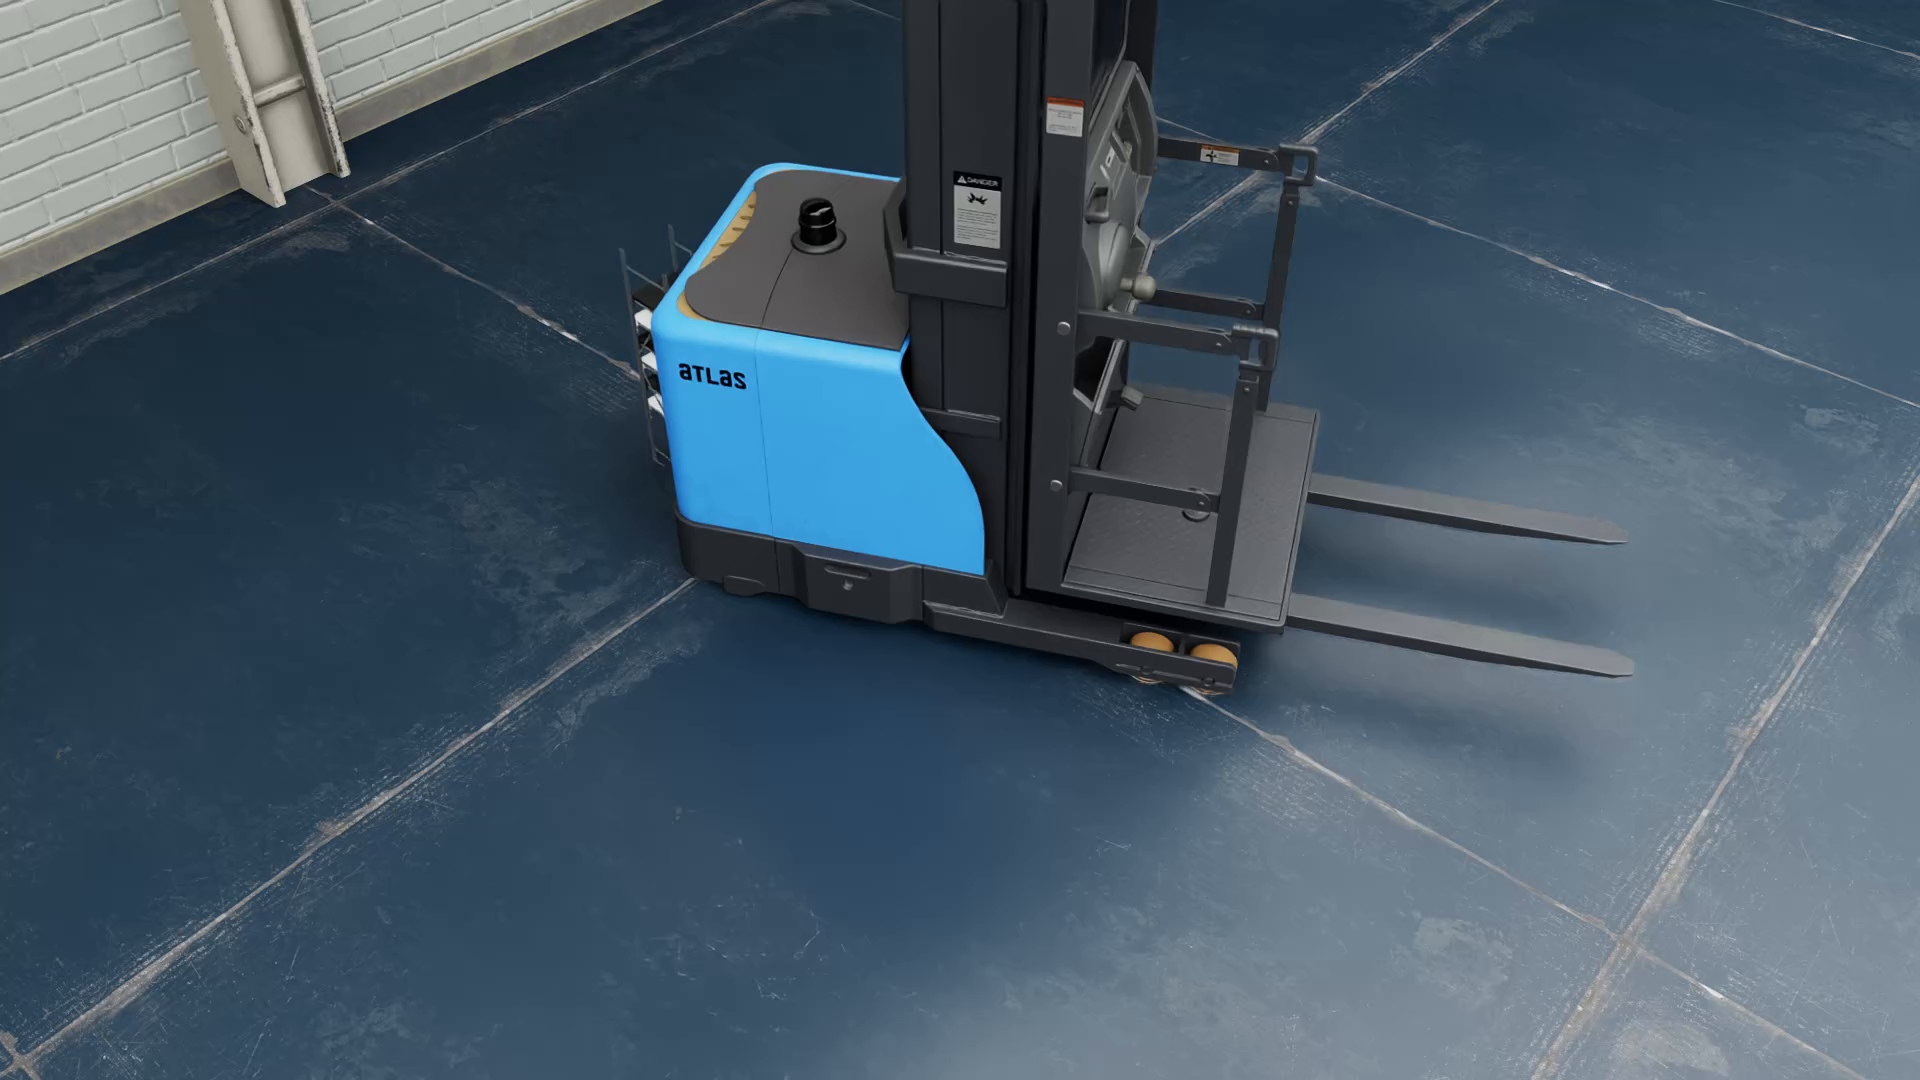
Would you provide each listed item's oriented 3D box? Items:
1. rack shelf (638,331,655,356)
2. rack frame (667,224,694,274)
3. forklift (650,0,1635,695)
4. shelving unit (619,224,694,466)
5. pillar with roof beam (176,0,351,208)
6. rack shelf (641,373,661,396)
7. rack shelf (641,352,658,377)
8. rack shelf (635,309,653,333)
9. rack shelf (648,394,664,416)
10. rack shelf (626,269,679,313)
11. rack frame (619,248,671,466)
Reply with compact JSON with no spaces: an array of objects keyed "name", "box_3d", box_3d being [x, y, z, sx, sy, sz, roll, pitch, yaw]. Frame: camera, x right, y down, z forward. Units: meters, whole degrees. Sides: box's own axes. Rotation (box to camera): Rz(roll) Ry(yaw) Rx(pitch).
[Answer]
[{"name":"rack shelf","box_3d":[-0.962,-0.662,5.725,0.258,0.077,0.200,32,51,31]},{"name":"rack frame","box_3d":[-0.892,-0.670,5.818,0.240,0.900,0.006,32,51,31]},{"name":"forklift","box_3d":[0.642,-0.997,4.667,3.031,2.935,1.130,10,43,11]},{"name":"shelving unit","box_3d":[-0.962,-0.620,5.763,0.258,0.900,0.210,32,51,31]},{"name":"pillar with roof beam","box_3d":[0.274,-3.104,2.475,9.100,9.000,0.400,29,50,28]},{"name":"rack shelf","box_3d":[-0.962,-0.529,5.846,0.258,0.077,0.200,32,51,31]},{"name":"rack shelf","box_3d":[-0.962,-0.596,5.786,0.258,0.077,0.200,32,51,31]},{"name":"rack shelf","box_3d":[-0.962,-0.729,5.665,0.258,0.077,0.200,32,51,31]},{"name":"rack shelf","box_3d":[-0.962,-0.462,5.907,0.258,0.077,0.200,32,51,31]},{"name":"rack shelf","box_3d":[-0.962,-0.795,5.604,0.258,0.077,0.200,32,51,31]},{"name":"rack frame","box_3d":[-1.031,-0.570,5.709,0.240,0.900,0.006,32,51,31]}]
